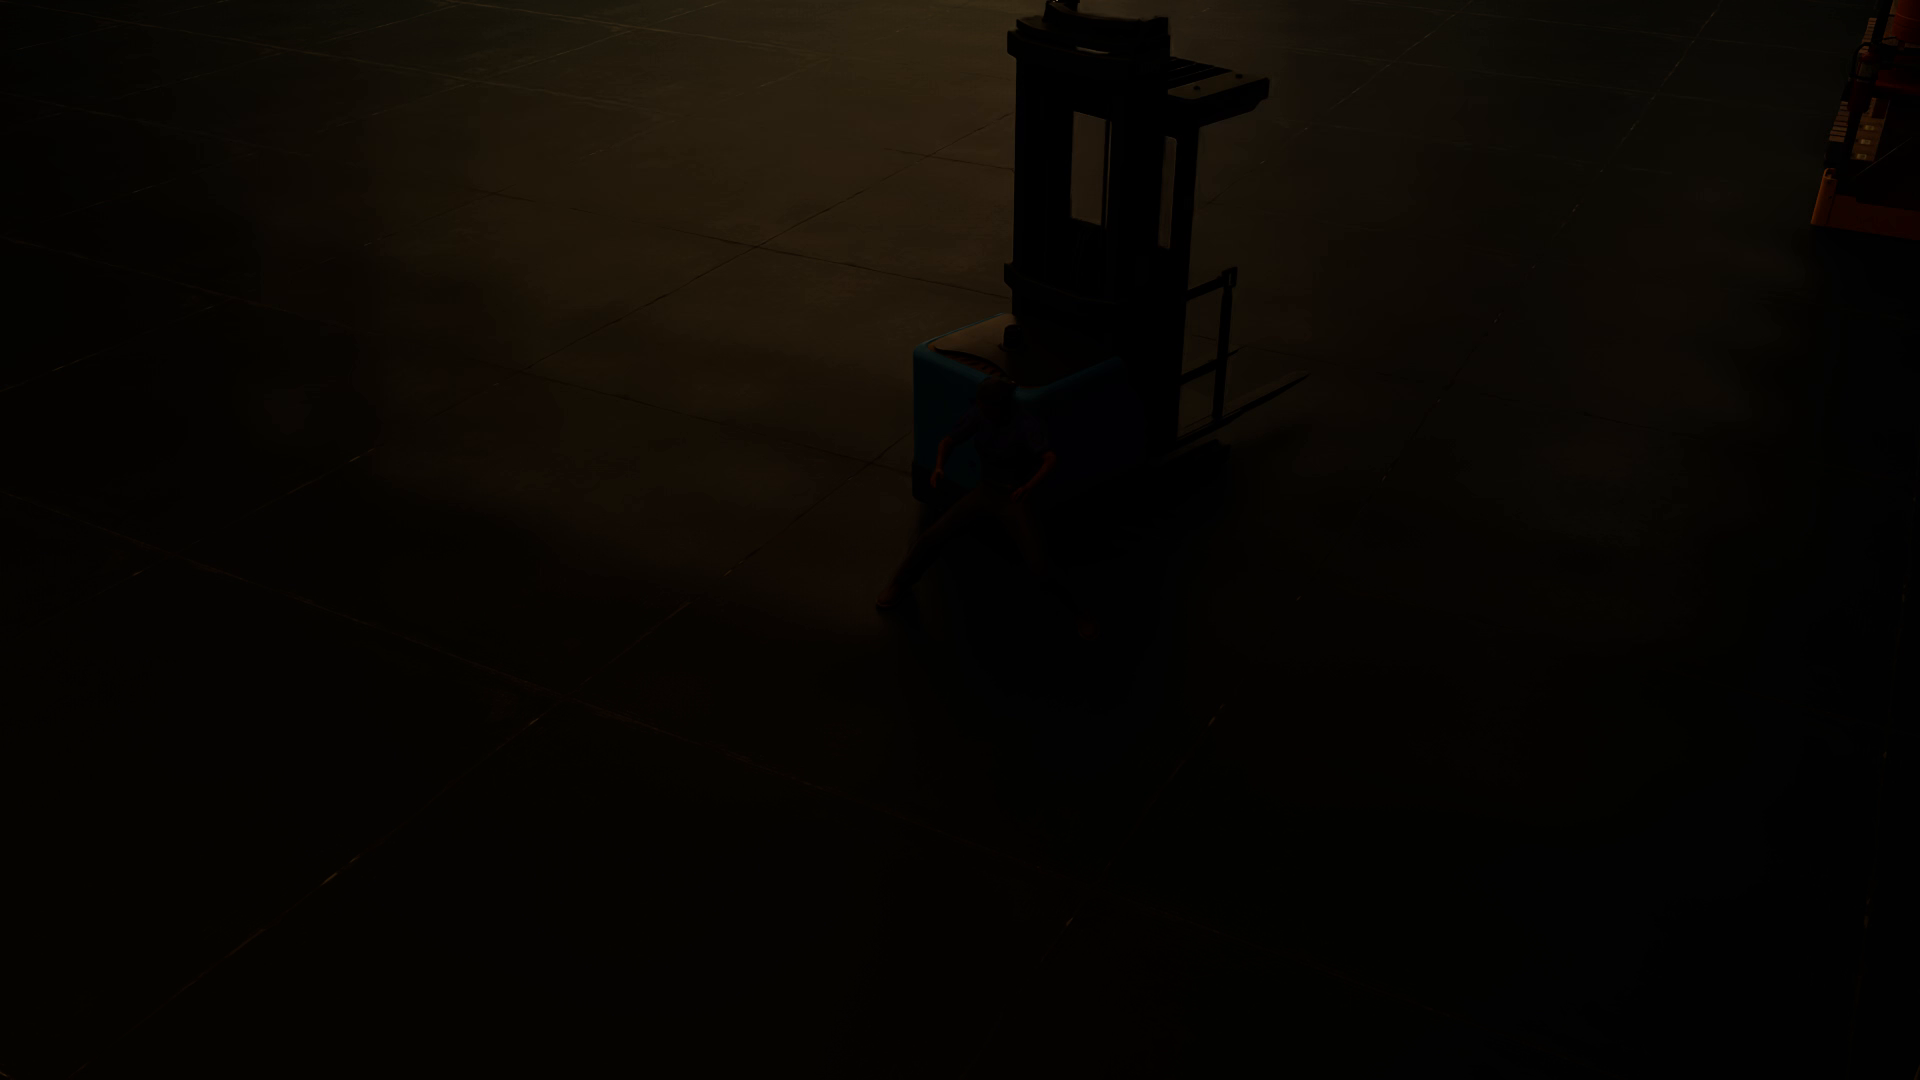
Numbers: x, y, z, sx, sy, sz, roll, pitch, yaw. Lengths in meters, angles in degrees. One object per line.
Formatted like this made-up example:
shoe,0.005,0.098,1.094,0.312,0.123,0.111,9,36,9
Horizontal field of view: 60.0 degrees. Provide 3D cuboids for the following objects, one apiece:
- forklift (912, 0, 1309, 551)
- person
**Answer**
forklift,1.113,-1.832,10.245,3.031,2.935,1.130,-26,39,-37
person,0.158,-0.180,8.902,1.193,1.437,0.679,23,37,34
